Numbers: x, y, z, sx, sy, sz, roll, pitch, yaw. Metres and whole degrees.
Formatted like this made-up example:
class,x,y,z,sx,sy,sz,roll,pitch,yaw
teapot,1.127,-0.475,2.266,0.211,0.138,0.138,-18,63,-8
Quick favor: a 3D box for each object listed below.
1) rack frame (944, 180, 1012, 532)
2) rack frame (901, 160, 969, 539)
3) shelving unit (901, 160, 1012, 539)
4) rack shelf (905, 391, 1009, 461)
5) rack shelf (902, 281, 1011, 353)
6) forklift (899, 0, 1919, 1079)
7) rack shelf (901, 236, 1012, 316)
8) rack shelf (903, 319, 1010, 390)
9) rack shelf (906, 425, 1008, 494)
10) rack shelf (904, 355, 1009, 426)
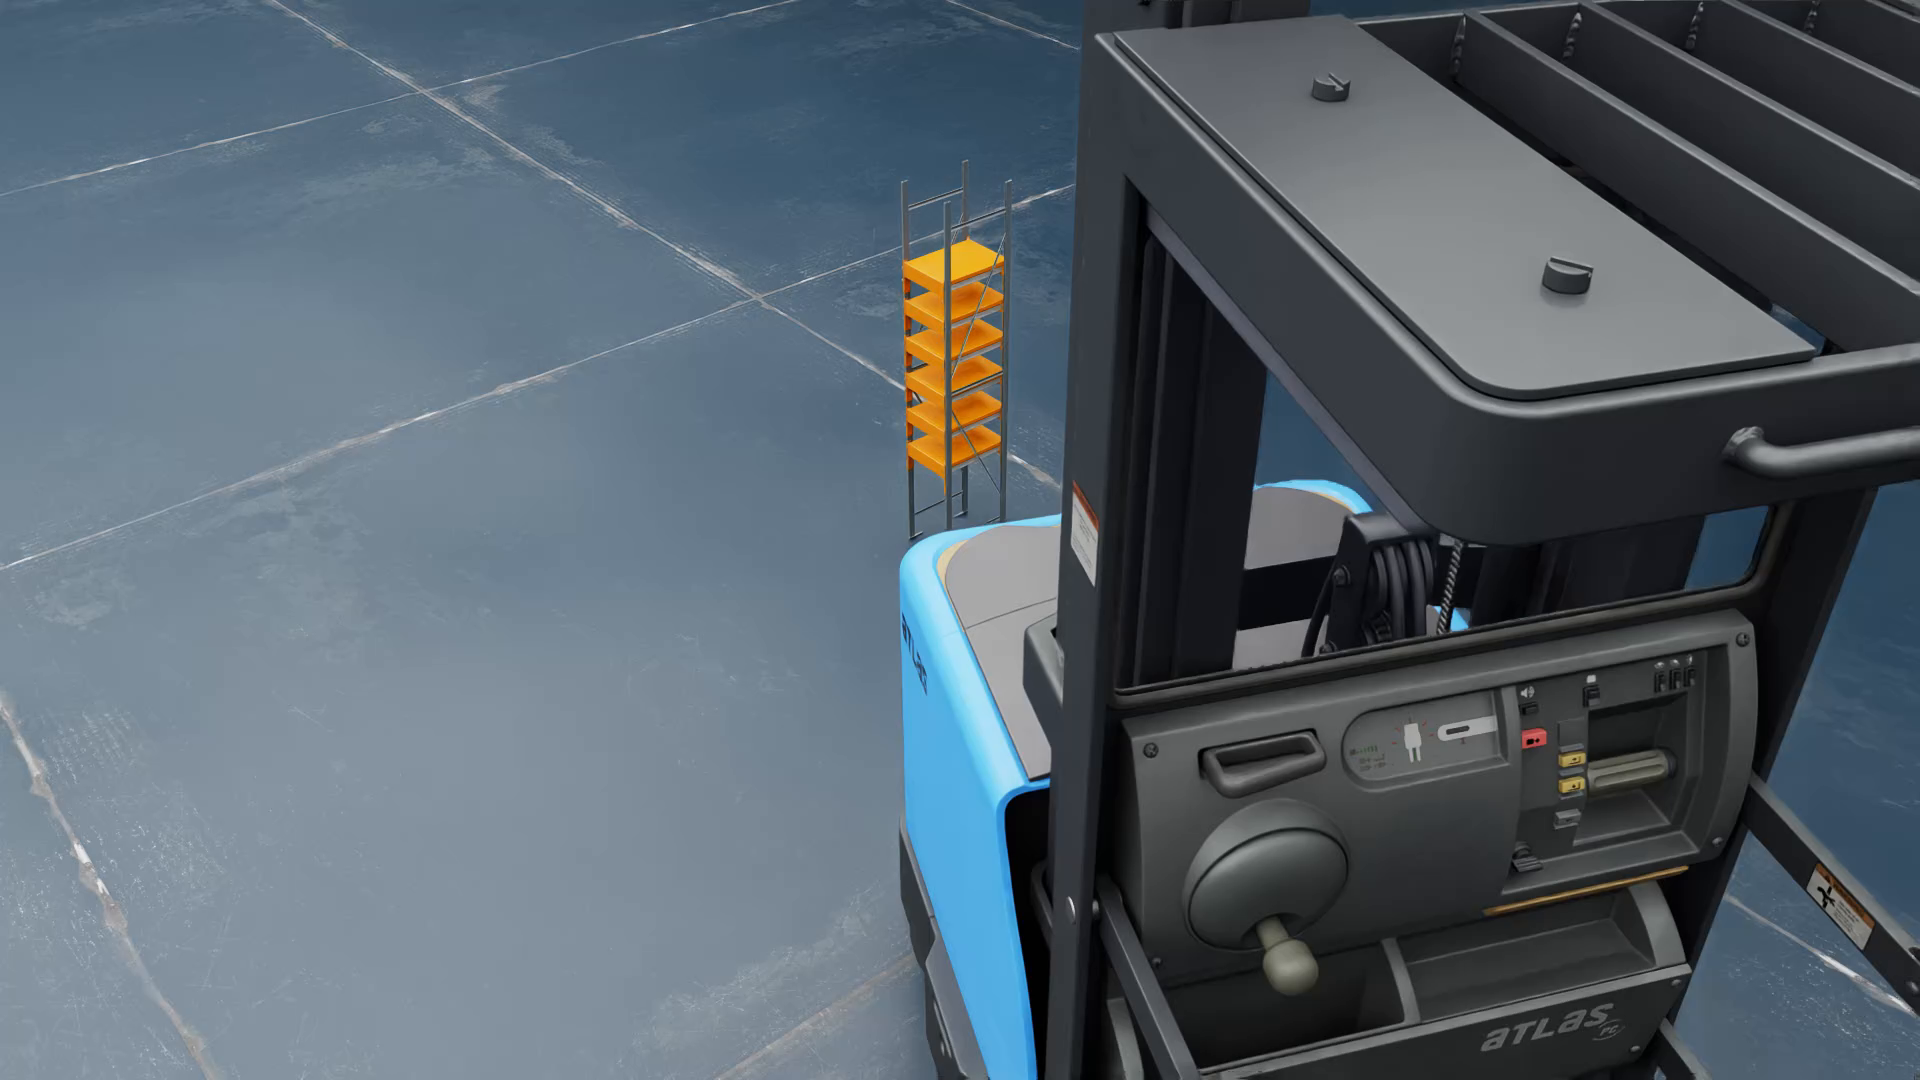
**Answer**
class,x,y,z,sx,sy,sz,roll,pitch,yaw
rack frame,0.050,-0.456,4.855,0.240,1.200,0.006,-26,43,-32
rack frame,-0.068,-0.536,4.969,0.240,1.200,0.006,-26,43,-32
shelving unit,-0.009,-0.496,4.912,0.258,1.200,0.189,-26,43,-32
rack shelf,-0.009,-0.362,5.007,0.258,0.103,0.180,-26,43,-32
rack shelf,-0.009,-0.656,4.799,0.258,0.103,0.180,-26,43,-32
forklift,0.735,0.424,2.116,1.130,2.935,3.031,-9,36,-12
rack shelf,-0.009,-0.754,4.730,0.258,0.103,0.180,-26,43,-32
rack shelf,-0.009,-0.558,4.869,0.258,0.103,0.180,-26,43,-32
rack shelf,-0.009,-0.264,5.077,0.258,0.103,0.180,-26,43,-32
rack shelf,-0.009,-0.460,4.938,0.258,0.103,0.180,-26,43,-32
